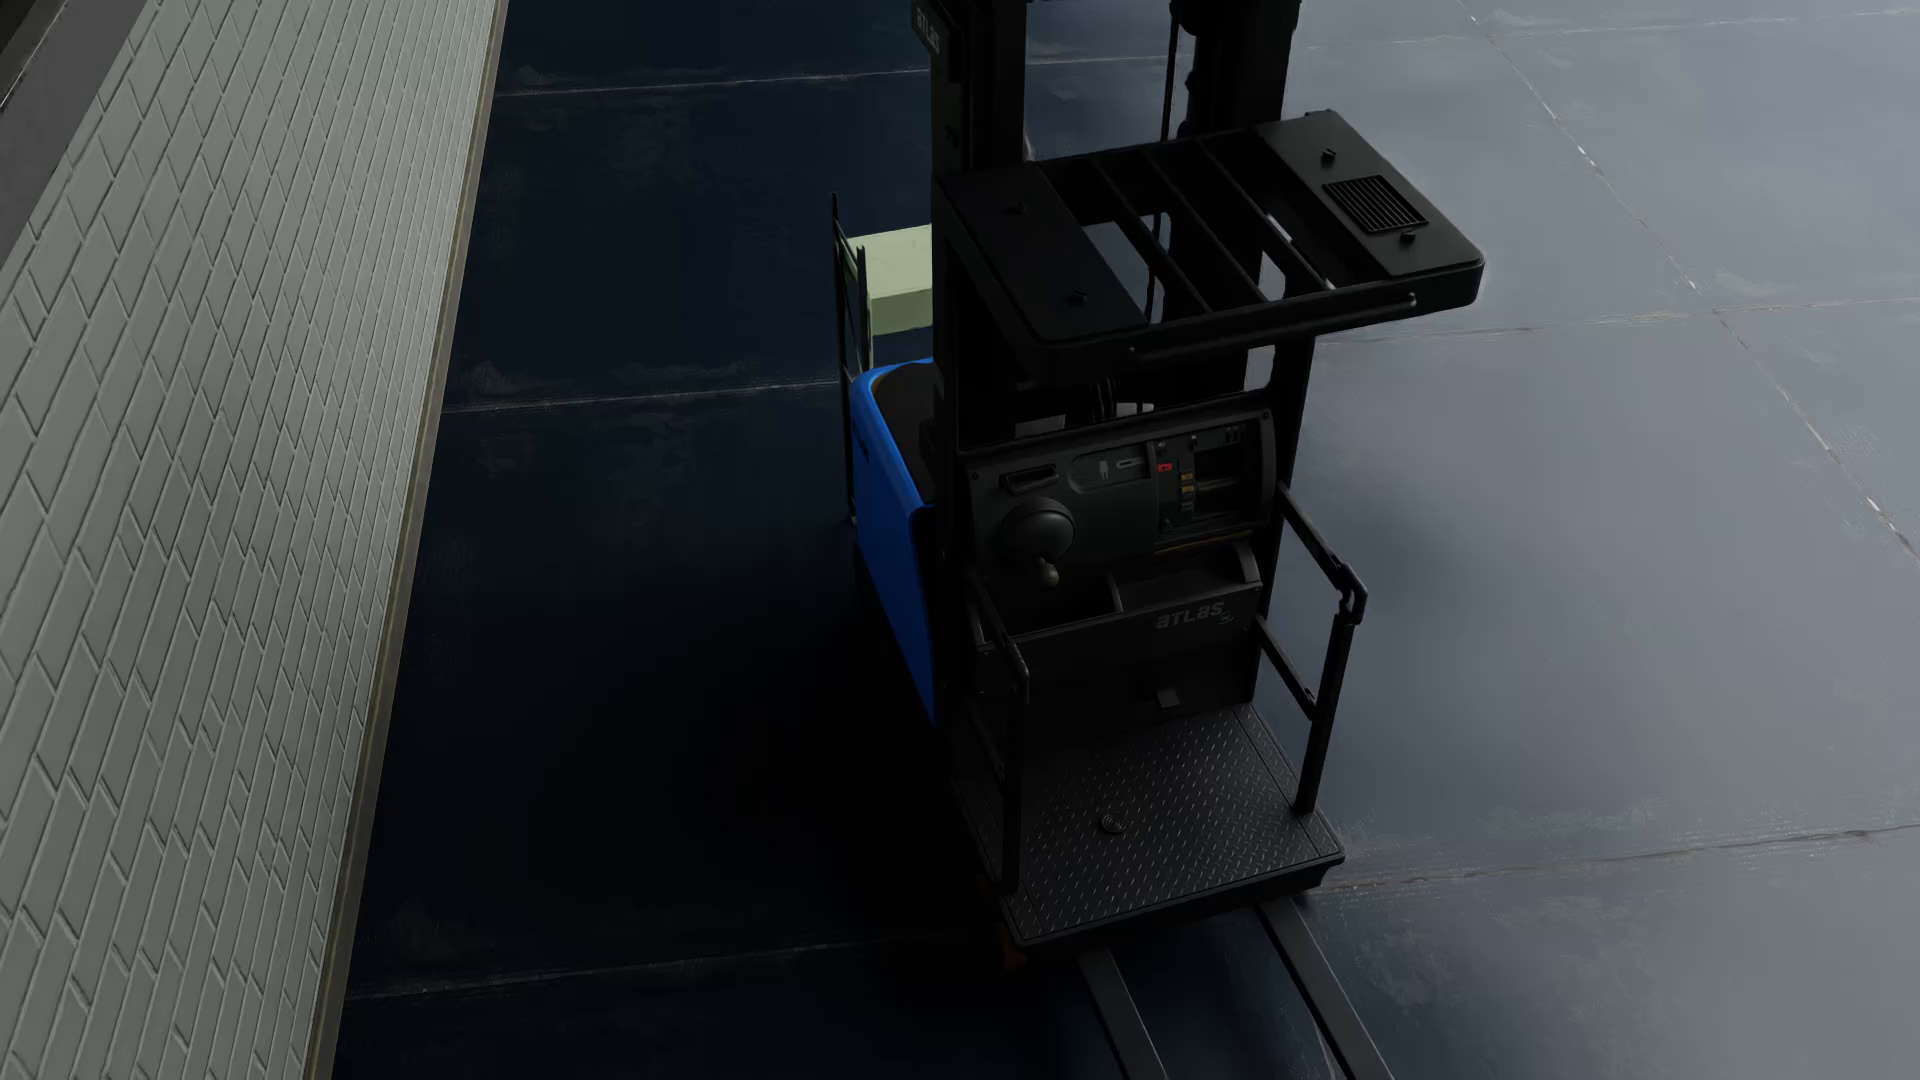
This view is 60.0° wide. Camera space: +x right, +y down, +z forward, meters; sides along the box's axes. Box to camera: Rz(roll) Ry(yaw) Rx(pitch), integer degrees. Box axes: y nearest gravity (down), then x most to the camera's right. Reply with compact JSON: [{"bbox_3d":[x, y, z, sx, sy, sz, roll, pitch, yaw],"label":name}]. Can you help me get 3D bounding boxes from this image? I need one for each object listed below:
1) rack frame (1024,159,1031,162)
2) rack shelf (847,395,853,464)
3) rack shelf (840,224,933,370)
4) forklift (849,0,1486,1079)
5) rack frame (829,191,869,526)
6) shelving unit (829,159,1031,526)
[{"bbox_3d":[0.305,-0.698,6.404,0.023,1.500,0.400,-12,43,-13],"label":"rack frame"},{"bbox_3d":[-0.043,-0.380,6.538,0.720,0.370,0.431,-12,43,-13],"label":"rack shelf"},{"bbox_3d":[-0.043,-0.912,6.058,0.720,0.370,0.431,-12,43,-13],"label":"rack shelf"},{"bbox_3d":[0.539,-0.040,4.606,1.130,2.935,3.031,-12,43,-13],"label":"forklift"},{"bbox_3d":[-0.391,-0.546,6.236,0.023,1.500,0.400,-12,43,-13],"label":"rack frame"},{"bbox_3d":[-0.043,-0.622,6.320,0.755,1.500,0.431,-12,43,-13],"label":"shelving unit"}]
